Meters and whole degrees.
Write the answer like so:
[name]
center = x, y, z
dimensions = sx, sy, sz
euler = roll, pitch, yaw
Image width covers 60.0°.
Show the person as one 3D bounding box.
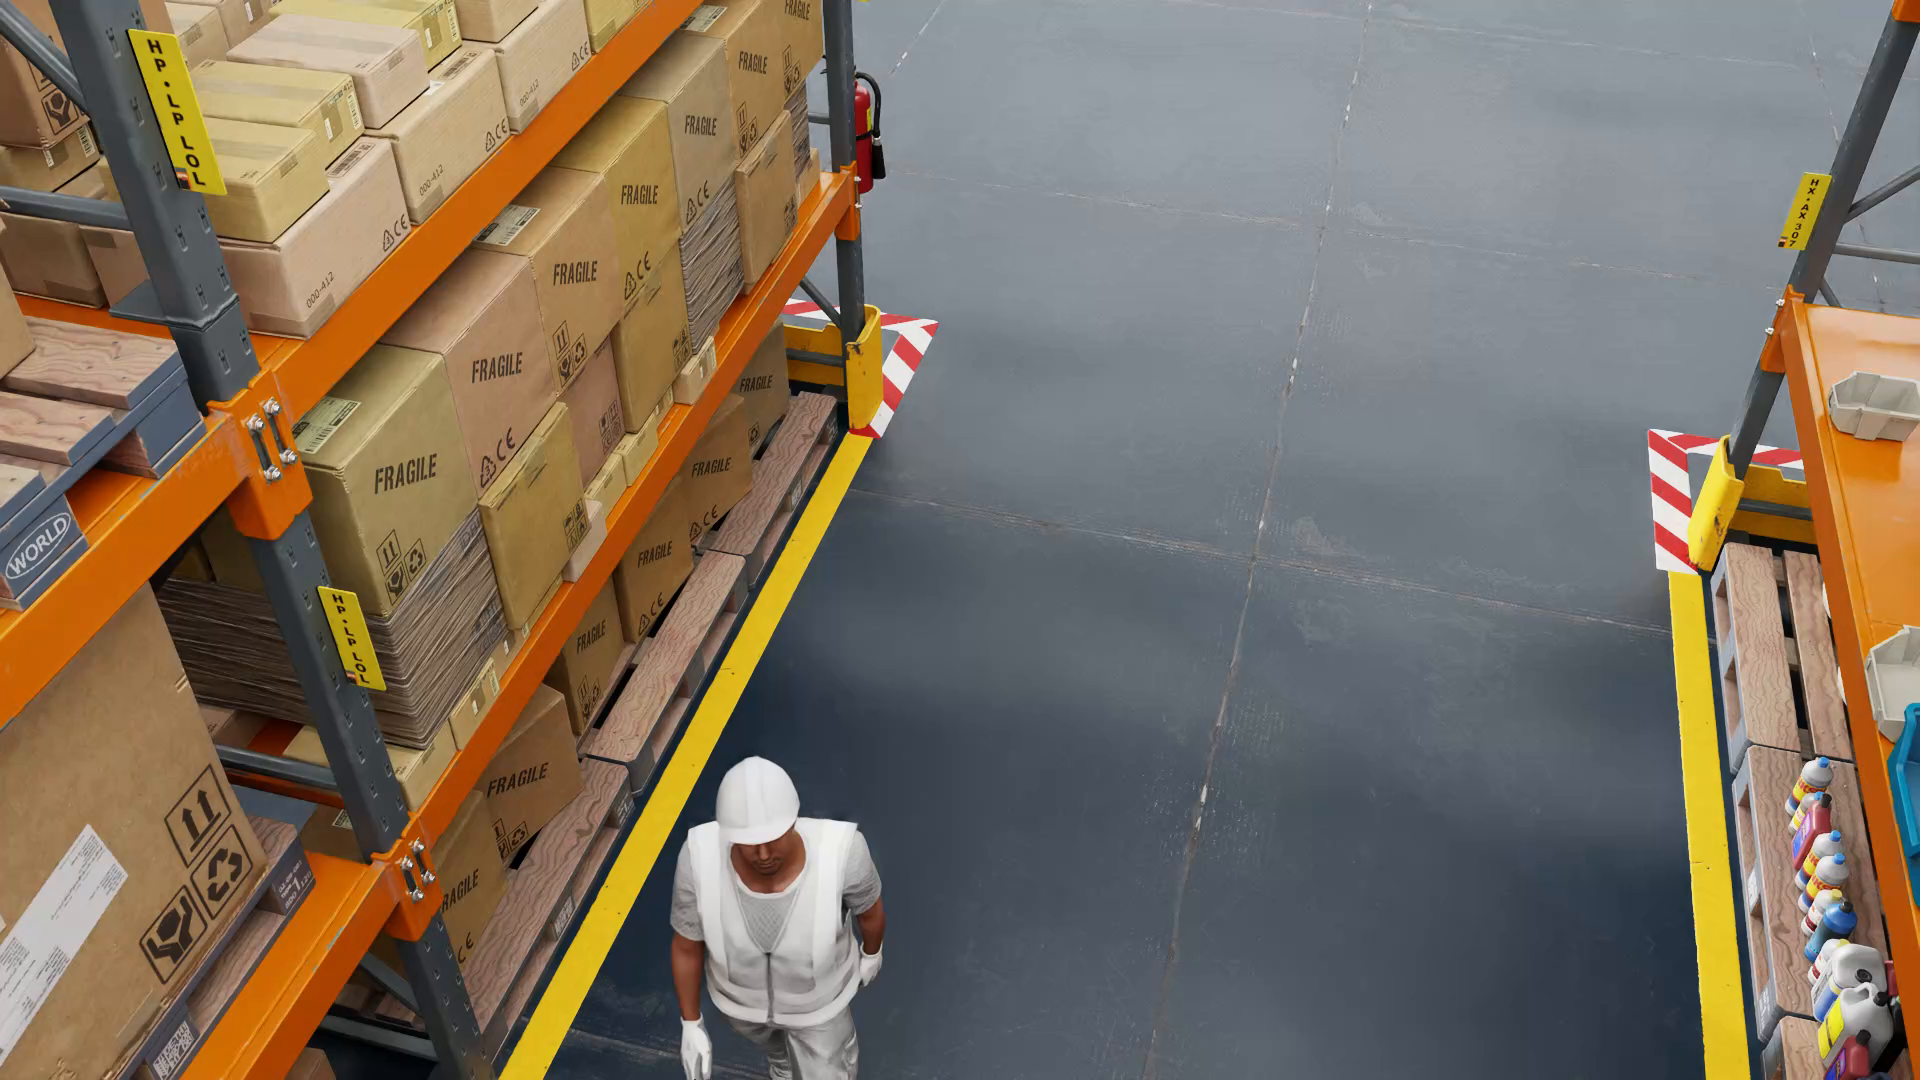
[person]
center = -0.500, 1.305, 4.632
dimensions = 0.549, 1.825, 0.754
euler = 4, 41, 5
